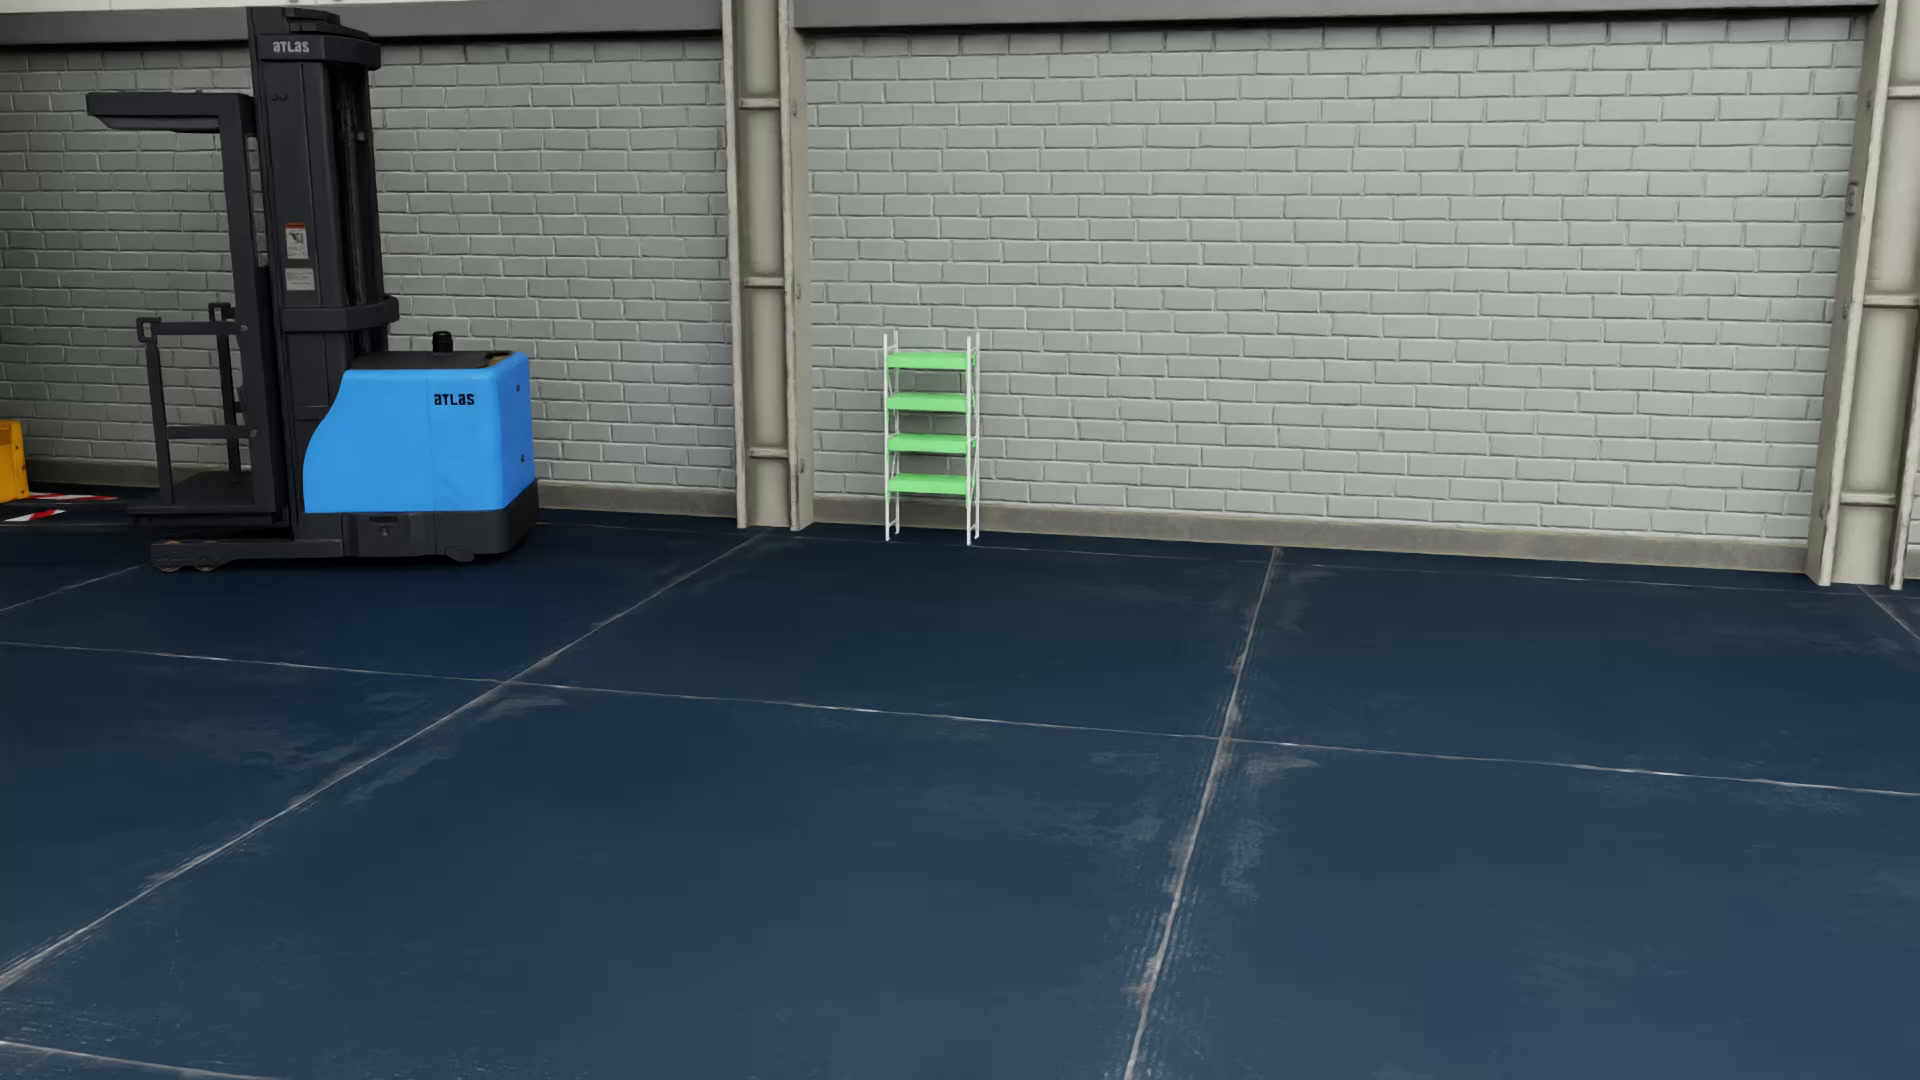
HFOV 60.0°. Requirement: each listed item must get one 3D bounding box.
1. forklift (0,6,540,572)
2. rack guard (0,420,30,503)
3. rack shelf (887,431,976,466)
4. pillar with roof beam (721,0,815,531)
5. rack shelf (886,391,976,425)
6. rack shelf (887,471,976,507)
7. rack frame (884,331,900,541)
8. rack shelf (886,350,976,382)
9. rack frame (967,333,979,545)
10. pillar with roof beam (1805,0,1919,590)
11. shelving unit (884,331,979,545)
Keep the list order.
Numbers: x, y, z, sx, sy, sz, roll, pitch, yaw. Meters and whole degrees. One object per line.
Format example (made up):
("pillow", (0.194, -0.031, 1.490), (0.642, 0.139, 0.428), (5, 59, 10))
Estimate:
("forklift", (-4.011, -1.378, 9.178), (3.031, 2.935, 1.130), (-1, 13, -3))
("rack guard", (-6.465, -0.425, 10.495), (0.348, 0.500, 1.175), (3, 13, 14))
("rack shelf", (-0.161, -0.532, 9.656), (0.480, 0.148, 0.258), (3, 13, 14))
("pillar with roof beam", (-2.155, -3.584, 5.113), (0.400, 9.000, 9.100), (3, 13, 14))
("rack shelf", (-0.161, -0.766, 9.604), (0.480, 0.148, 0.258), (3, 13, 14))
("rack shelf", (-0.161, -0.298, 9.708), (0.480, 0.148, 0.258), (3, 13, 14))
("rack frame", (-0.398, -0.607, 9.700), (0.015, 1.200, 0.240), (3, 13, 14))
("rack shelf", (-0.161, -1.001, 9.552), (0.480, 0.148, 0.258), (3, 13, 14))
("rack frame", (0.076, -0.582, 9.585), (0.015, 1.200, 0.240), (3, 13, 14))
("pillar with roof beam", (3.670, -3.273, 3.710), (0.400, 9.000, 9.100), (3, 13, 14))
("shelving unit", (-0.161, -0.594, 9.642), (0.503, 1.200, 0.258), (3, 13, 14))
